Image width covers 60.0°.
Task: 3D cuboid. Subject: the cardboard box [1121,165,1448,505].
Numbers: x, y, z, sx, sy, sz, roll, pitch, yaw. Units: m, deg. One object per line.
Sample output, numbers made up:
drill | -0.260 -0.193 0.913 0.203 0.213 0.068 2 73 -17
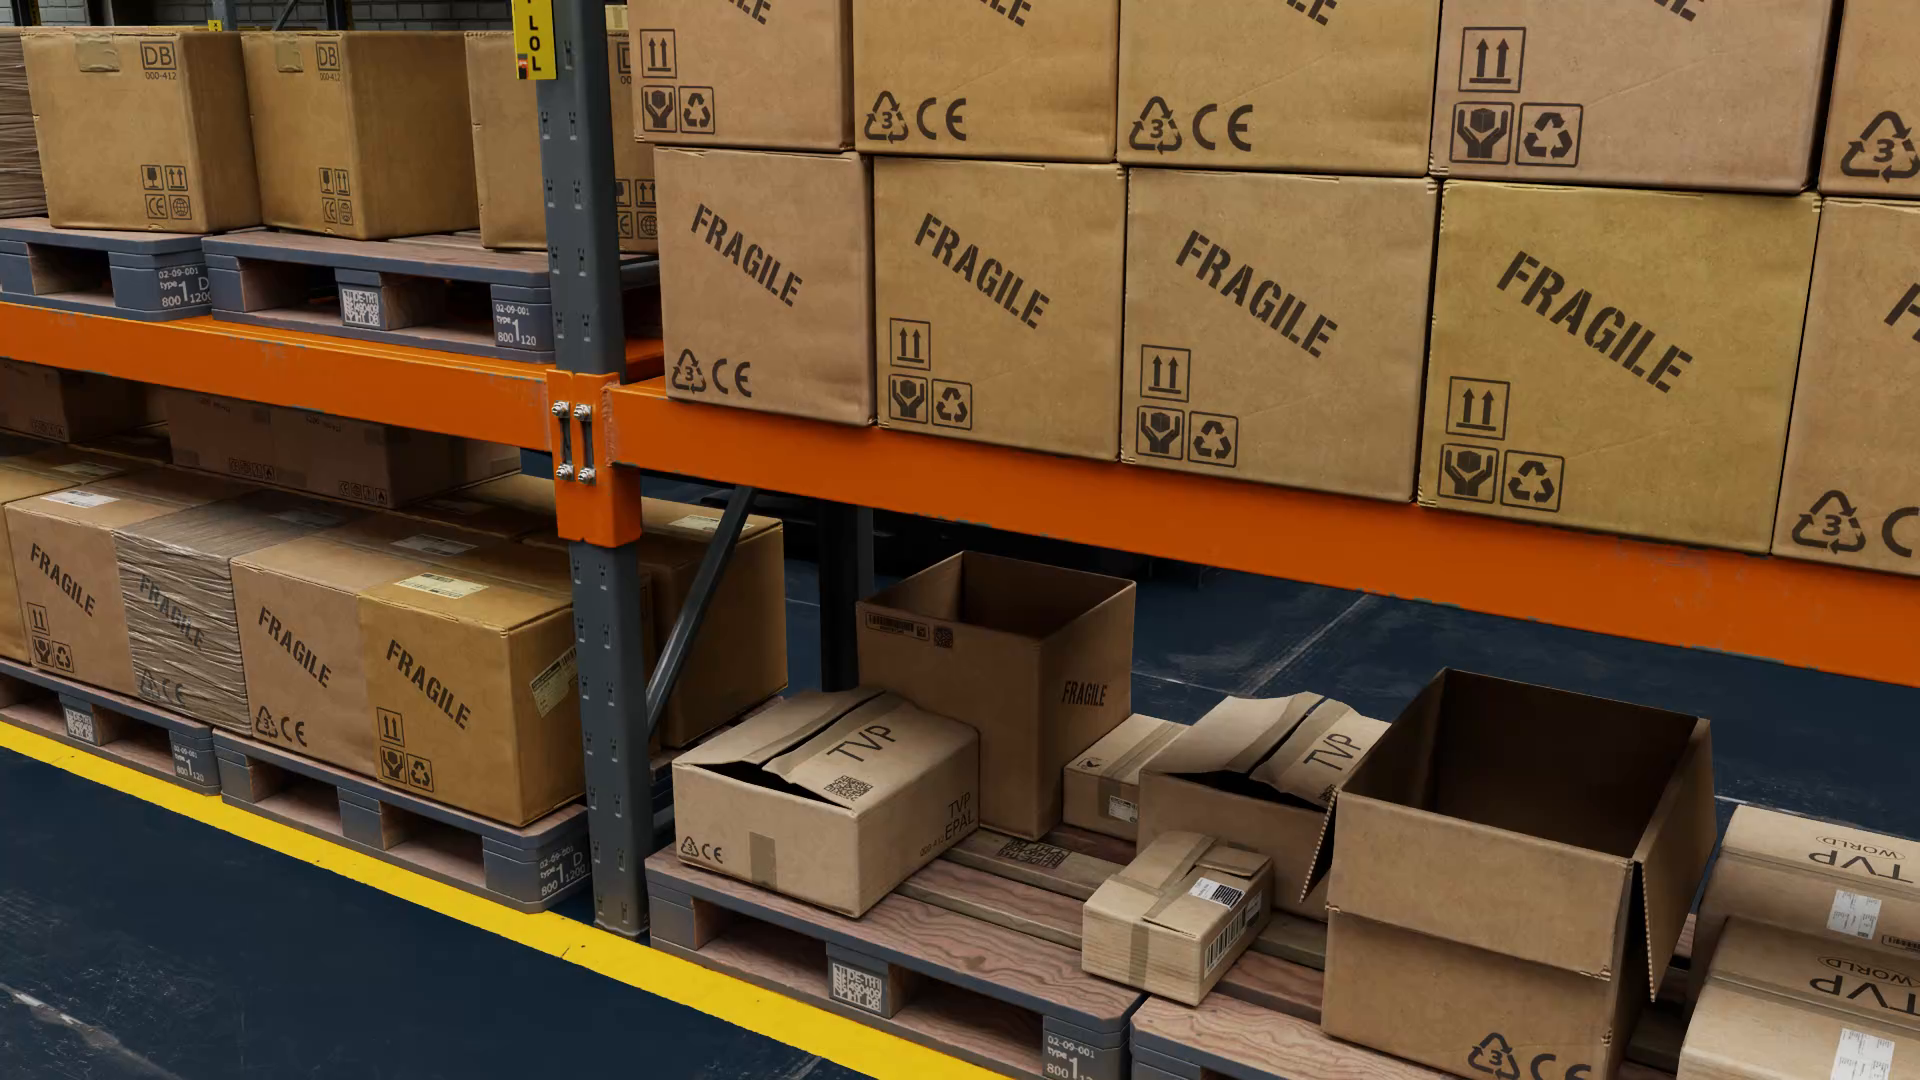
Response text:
cardboard box | 0.613 -0.391 2.836 0.500 0.500 0.500 10 20 30

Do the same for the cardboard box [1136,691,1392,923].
cardboard box | 0.732 0.564 3.732 0.500 0.311 0.500 10 20 30

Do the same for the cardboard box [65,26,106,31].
cardboard box | -6.186 -3.532 12.282 0.500 0.500 0.500 9 19 28

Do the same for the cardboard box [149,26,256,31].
cardboard box | -5.334 -3.378 11.776 0.500 0.500 0.500 10 20 30

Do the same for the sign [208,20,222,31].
sign | -5.047 -3.365 11.309 0.005 0.325 0.100 10 20 30

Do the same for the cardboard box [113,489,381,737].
cardboard box | -1.956 0.186 4.653 0.500 0.500 0.500 10 20 31

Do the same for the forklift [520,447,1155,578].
forklift | -0.548 -1.492 6.751 3.031 2.935 1.130 9 19 28

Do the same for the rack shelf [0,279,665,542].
rack shelf | -2.246 -0.602 4.941 4.000 0.370 1.077 10 20 30

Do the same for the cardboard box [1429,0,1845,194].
cardboard box | 1.031 -0.792 2.436 0.500 0.500 0.500 11 20 32

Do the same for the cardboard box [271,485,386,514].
cardboard box | -1.708 0.053 5.089 0.500 0.500 0.500 10 20 31

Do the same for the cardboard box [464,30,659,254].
cardboard box | -0.828 -1.018 4.179 0.500 0.500 0.700 4 17 12

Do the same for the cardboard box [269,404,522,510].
cardboard box | -1.678 -0.302 4.967 0.500 0.250 0.500 10 20 30

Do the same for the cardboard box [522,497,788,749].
cardboard box | -0.826 0.209 4.575 0.500 0.500 0.500 9 19 28

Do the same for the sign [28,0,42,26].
sign | -7.870 -4.535 14.113 0.005 0.325 0.100 10 20 30

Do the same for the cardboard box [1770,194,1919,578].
cardboard box | 1.477 -0.238 2.331 0.500 0.500 0.500 10 20 30

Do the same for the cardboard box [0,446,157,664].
cardboard box | -2.838 0.031 5.163 0.500 0.500 0.500 10 19 29

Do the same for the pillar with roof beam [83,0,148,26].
pillar with roof beam | -9.382 -5.607 9.857 0.400 9.000 9.100 10 20 30

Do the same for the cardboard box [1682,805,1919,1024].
cardboard box | 1.700 0.766 3.172 0.500 0.250 0.500 10 20 30

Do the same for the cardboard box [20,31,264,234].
cardboard box | -2.079 -1.144 4.593 0.500 0.500 0.700 5 18 16

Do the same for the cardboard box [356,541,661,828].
cardboard box | -1.112 0.339 4.147 0.500 0.500 0.500 10 20 30

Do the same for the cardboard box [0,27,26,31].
cardboard box | -7.075 -3.687 12.791 0.500 0.500 0.500 9 19 28

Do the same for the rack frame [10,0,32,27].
rack frame | -8.178 -3.695 13.884 0.127 3.000 1.000 10 20 30

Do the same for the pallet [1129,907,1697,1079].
pallet | 1.087 0.982 3.285 1.213 0.211 1.003 10 20 30

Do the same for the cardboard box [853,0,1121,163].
cardboard box | 0.153 -0.949 2.951 0.500 0.500 0.500 9 19 28

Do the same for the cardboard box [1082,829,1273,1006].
cardboard box | 0.445 0.749 3.371 0.250 0.166 0.380 10 20 30

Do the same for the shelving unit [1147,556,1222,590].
shelving unit | 0.887 -0.290 6.271 0.210 0.900 0.258 13 21 27

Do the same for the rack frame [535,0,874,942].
rack frame | -0.542 -0.642 3.835 0.127 3.000 1.000 10 20 30

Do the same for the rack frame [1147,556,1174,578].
rack frame | 0.799 -0.310 6.318 0.006 0.900 0.240 13 21 27

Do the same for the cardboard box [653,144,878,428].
cardboard box | -0.250 -0.545 3.343 0.500 0.500 0.500 11 20 31

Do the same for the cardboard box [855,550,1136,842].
cardboard box | 0.092 0.360 4.080 0.500 0.500 0.500 10 20 30

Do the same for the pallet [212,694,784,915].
pallet | -1.254 0.578 4.616 1.213 0.211 1.003 10 20 30

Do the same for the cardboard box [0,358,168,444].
cardboard box | -2.980 -0.532 5.726 0.500 0.250 0.500 11 20 32

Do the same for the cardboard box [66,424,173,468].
cardboard box | -2.589 -0.102 5.601 0.500 0.500 0.500 9 19 28

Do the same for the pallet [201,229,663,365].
pallet | -1.165 -0.699 4.352 1.213 0.211 1.003 10 20 30
